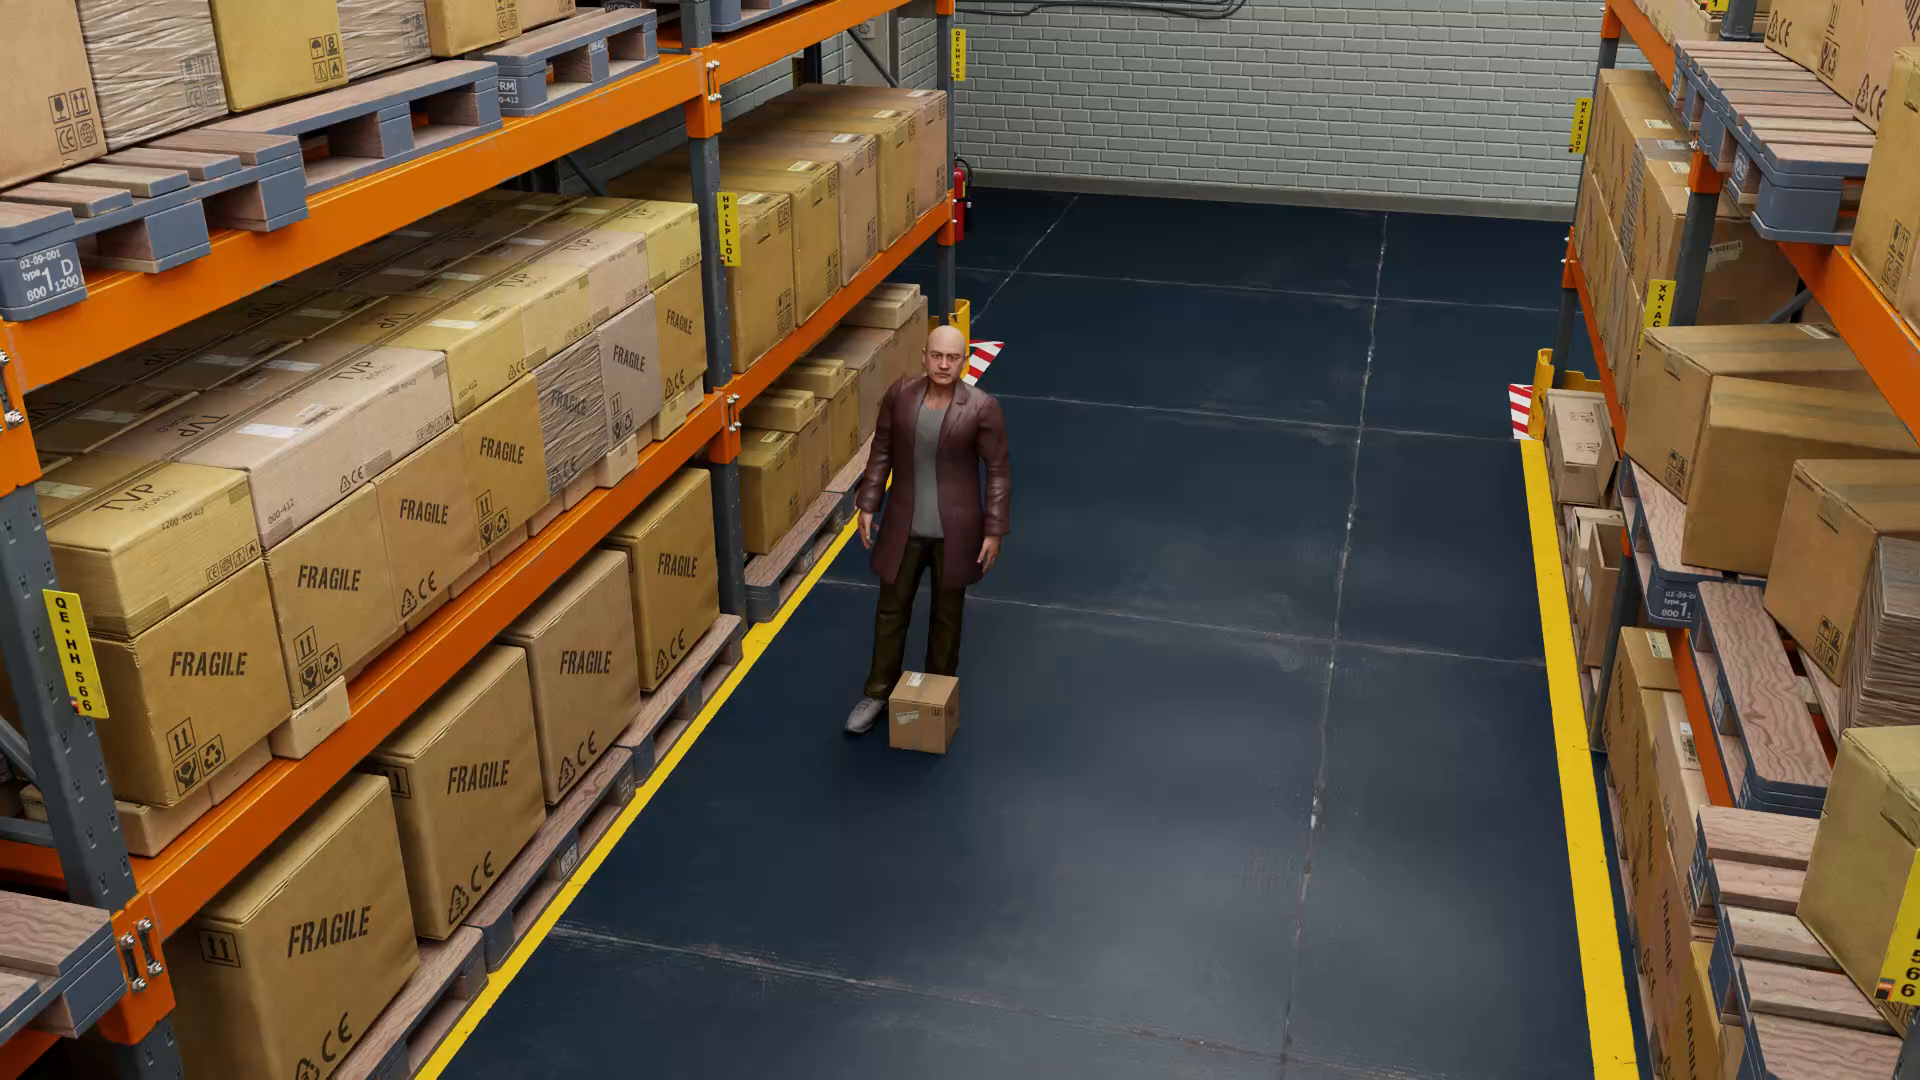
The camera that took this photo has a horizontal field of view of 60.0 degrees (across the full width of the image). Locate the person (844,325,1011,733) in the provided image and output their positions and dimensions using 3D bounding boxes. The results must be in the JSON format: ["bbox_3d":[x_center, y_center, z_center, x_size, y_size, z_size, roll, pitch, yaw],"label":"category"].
[{"bbox_3d":[-0.140,-0.022,7.151,0.695,1.776,0.582,6,26,14],"label":"person"}]
